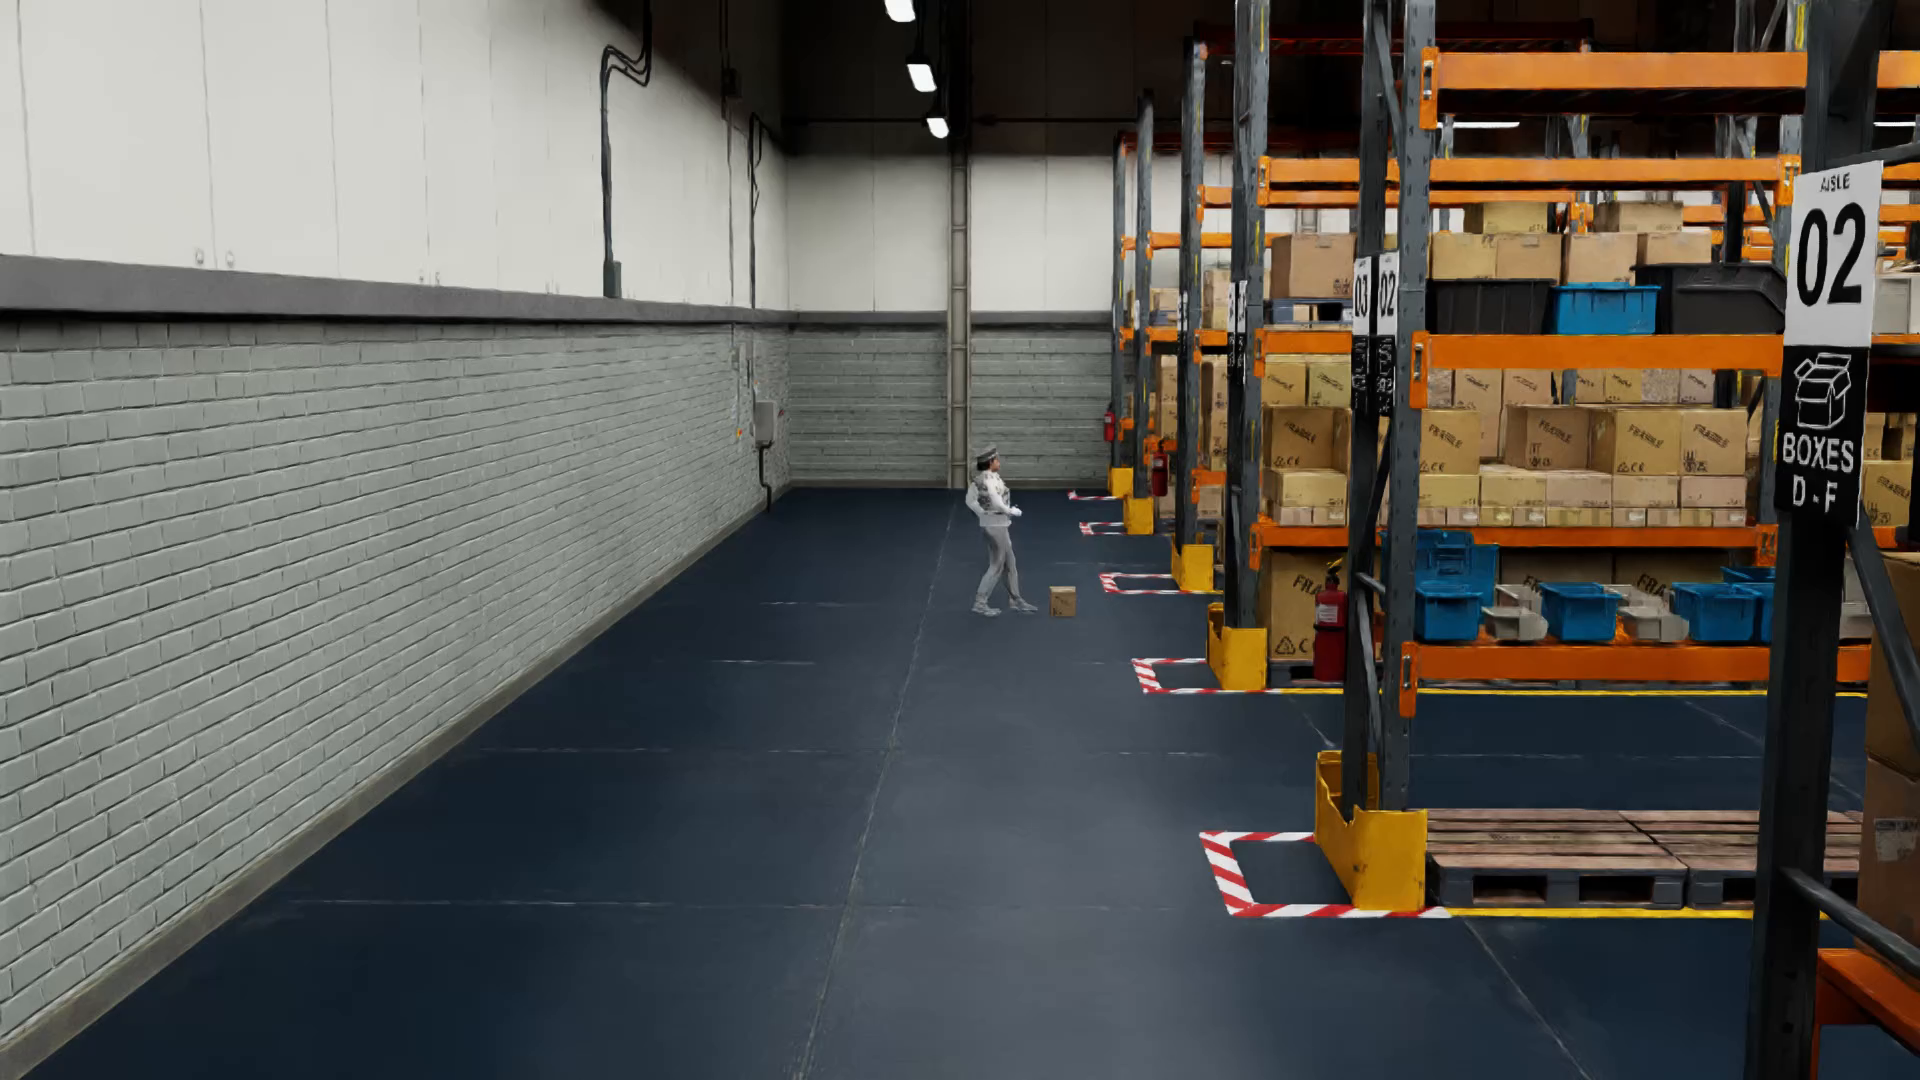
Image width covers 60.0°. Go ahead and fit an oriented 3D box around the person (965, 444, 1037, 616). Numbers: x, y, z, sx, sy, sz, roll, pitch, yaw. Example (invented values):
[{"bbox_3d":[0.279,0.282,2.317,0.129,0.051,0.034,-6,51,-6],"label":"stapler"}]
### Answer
[{"bbox_3d":[0.434,-0.108,16.441,0.712,1.688,0.662,-2,8,-16],"label":"person"}]
